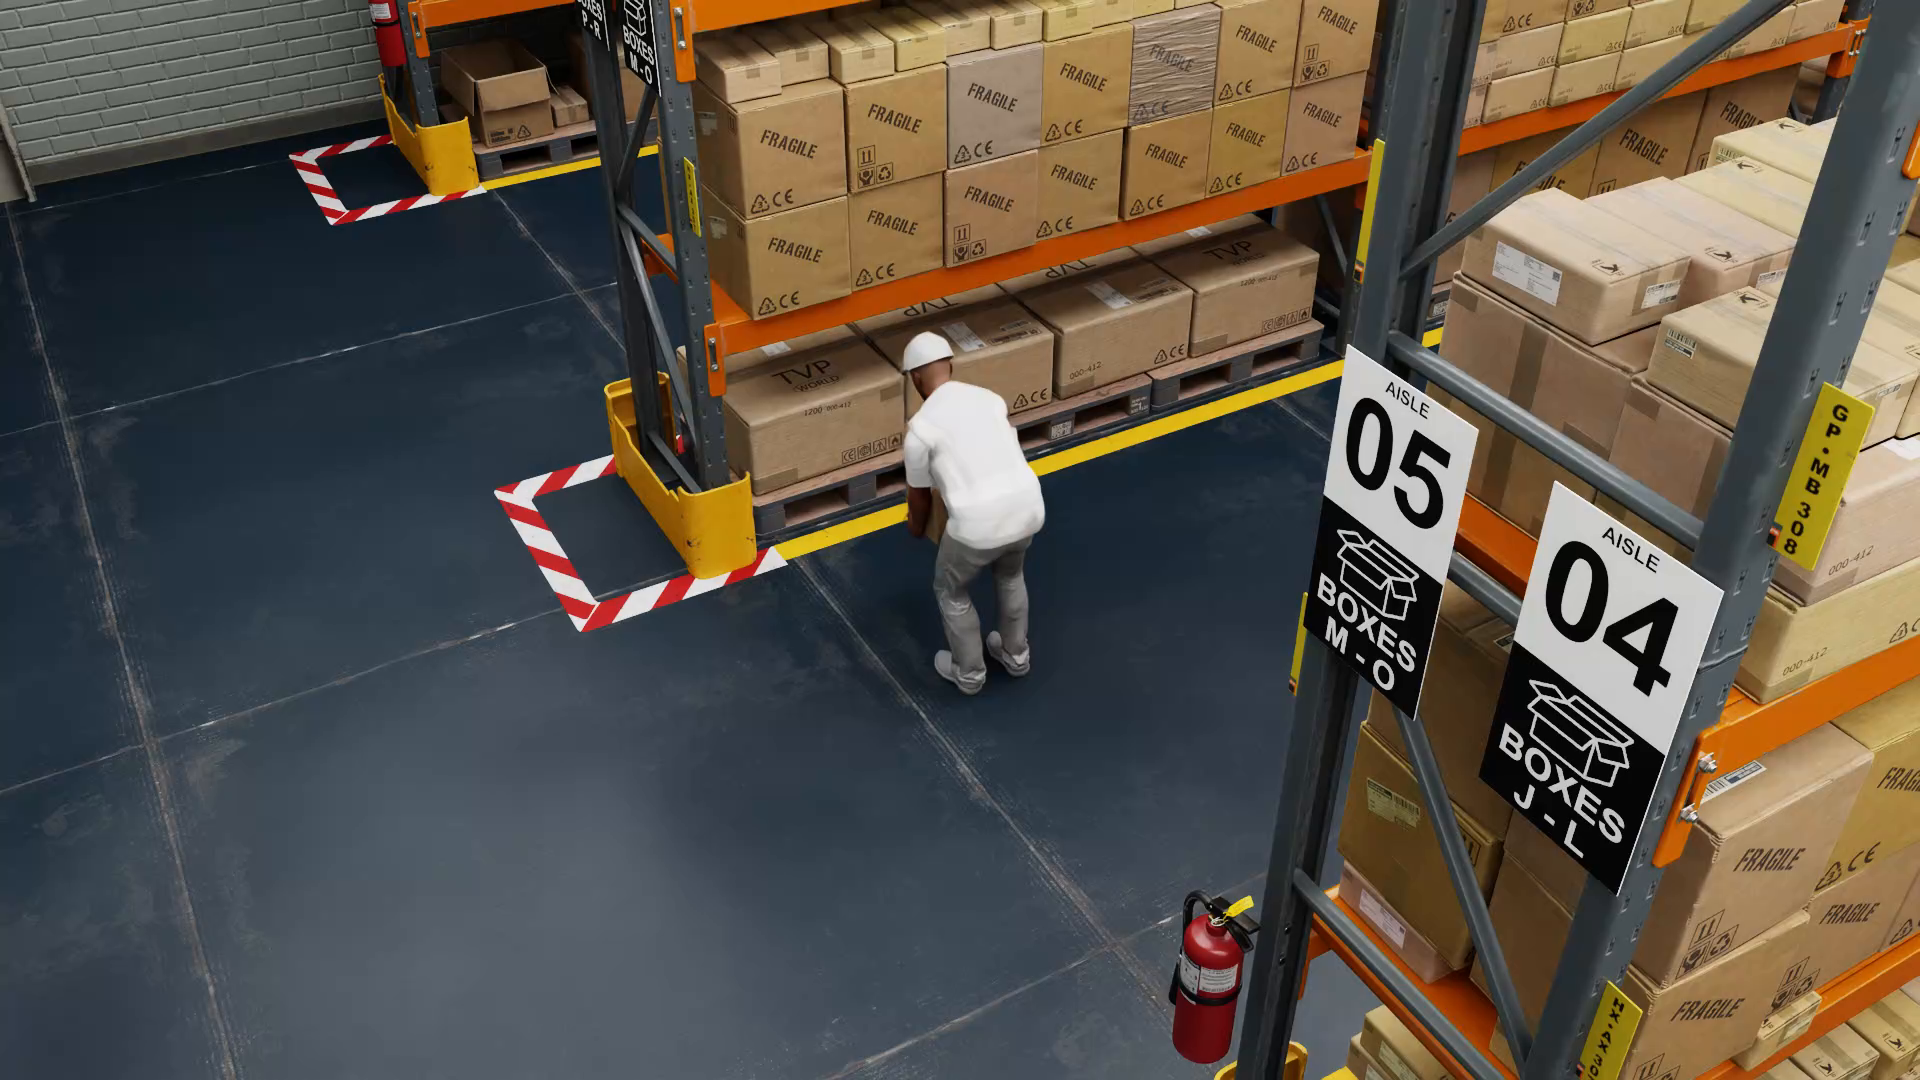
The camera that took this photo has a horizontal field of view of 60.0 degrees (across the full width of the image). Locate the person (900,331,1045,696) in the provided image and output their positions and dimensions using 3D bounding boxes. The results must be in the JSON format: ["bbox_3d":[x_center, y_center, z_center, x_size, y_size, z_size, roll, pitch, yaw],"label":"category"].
[{"bbox_3d":[0.010,-0.109,7.241,0.488,1.542,0.803,-20,41,-25],"label":"person"}]
